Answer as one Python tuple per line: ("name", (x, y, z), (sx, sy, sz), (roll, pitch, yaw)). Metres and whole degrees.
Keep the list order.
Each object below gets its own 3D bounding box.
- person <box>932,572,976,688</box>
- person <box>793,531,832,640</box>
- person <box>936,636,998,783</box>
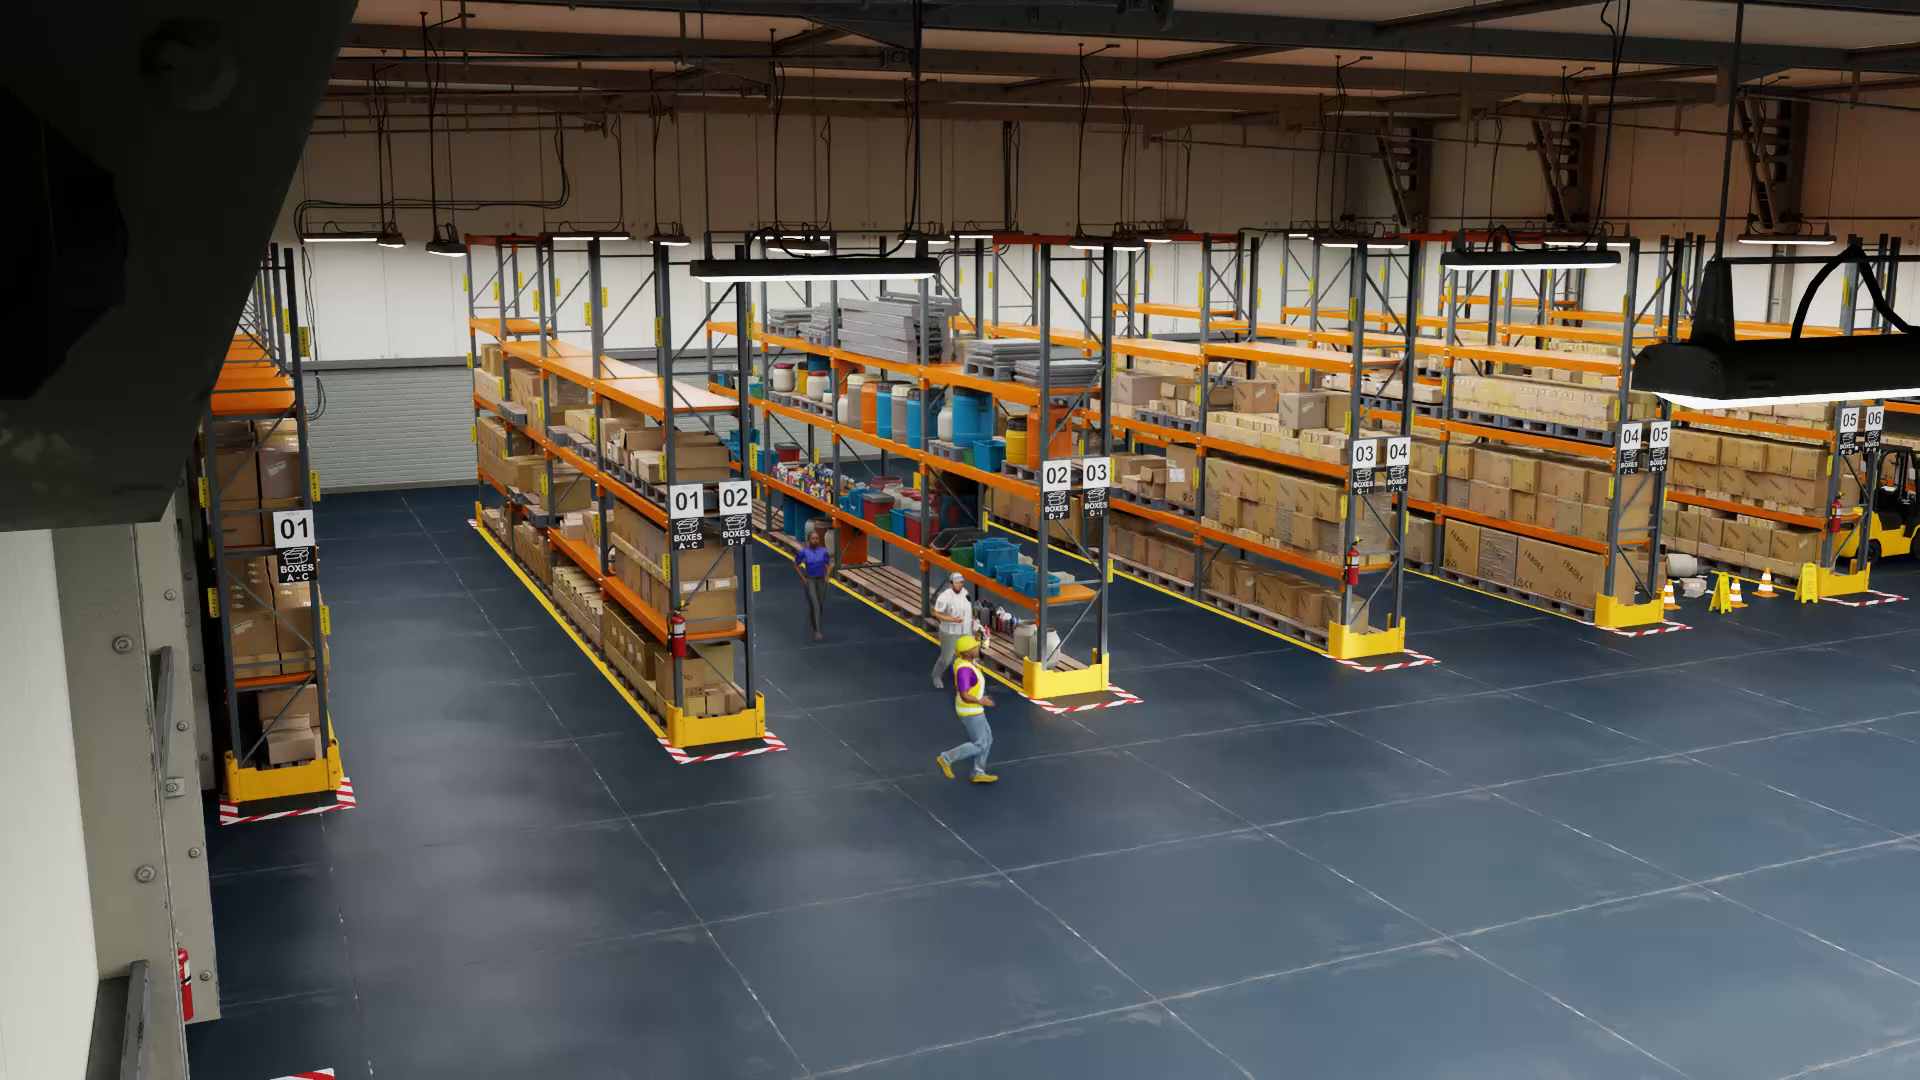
("person", (-0.067, 1.253, 22.252), (0.647, 1.701, 0.890), (-6, 13, -29))
("person", (-2.250, 0.662, 25.471), (0.590, 1.640, 0.743), (-5, 12, -23))
("person", (0.080, 1.915, 18.739), (0.713, 1.722, 0.707), (-1, 11, -5))
